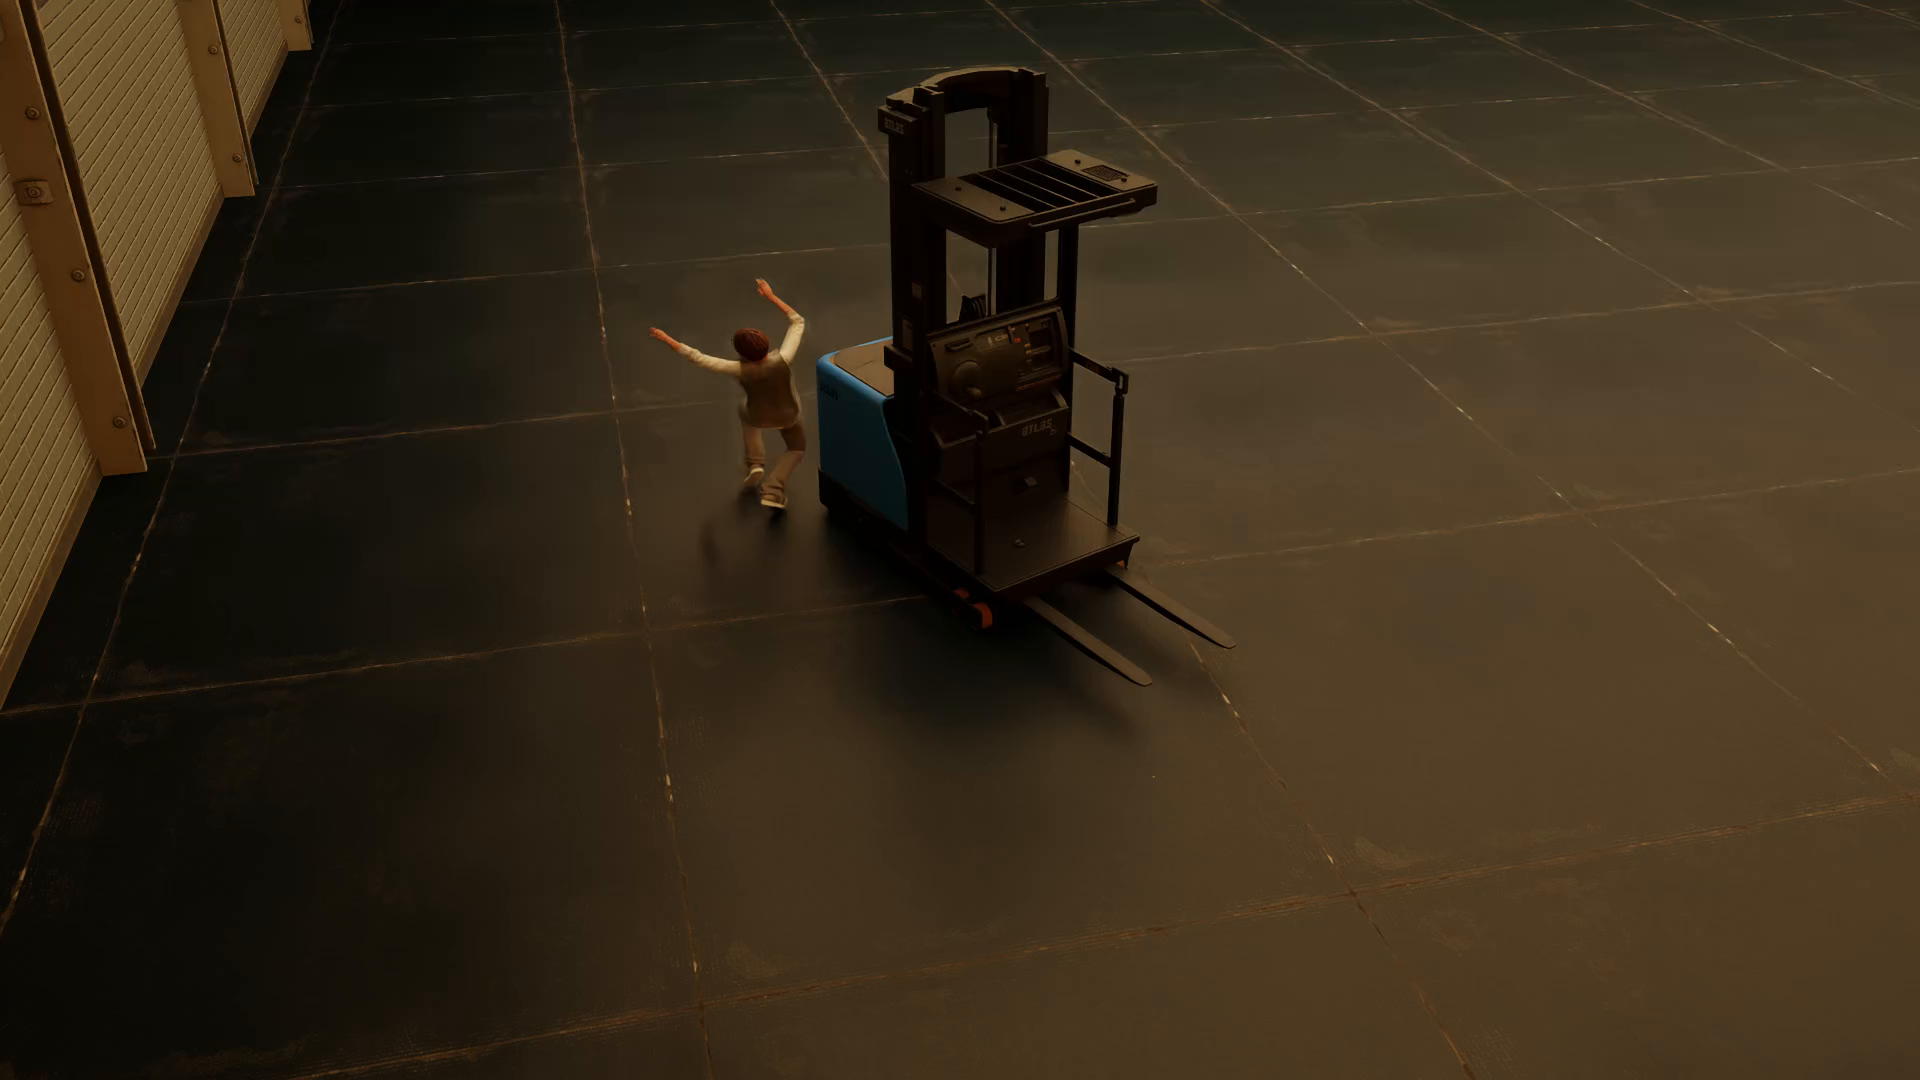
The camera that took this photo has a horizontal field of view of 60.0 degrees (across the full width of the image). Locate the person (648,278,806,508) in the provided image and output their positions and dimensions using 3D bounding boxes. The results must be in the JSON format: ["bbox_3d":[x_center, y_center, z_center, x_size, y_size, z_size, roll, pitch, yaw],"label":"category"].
[{"bbox_3d":[-1.443,-0.931,10.638,0.947,1.497,0.737,1,30,2],"label":"person"}]

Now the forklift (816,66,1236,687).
[{"bbox_3d":[0.355,-1.021,9.338,1.130,2.935,3.031,-20,35,-30],"label":"forklift"}]
